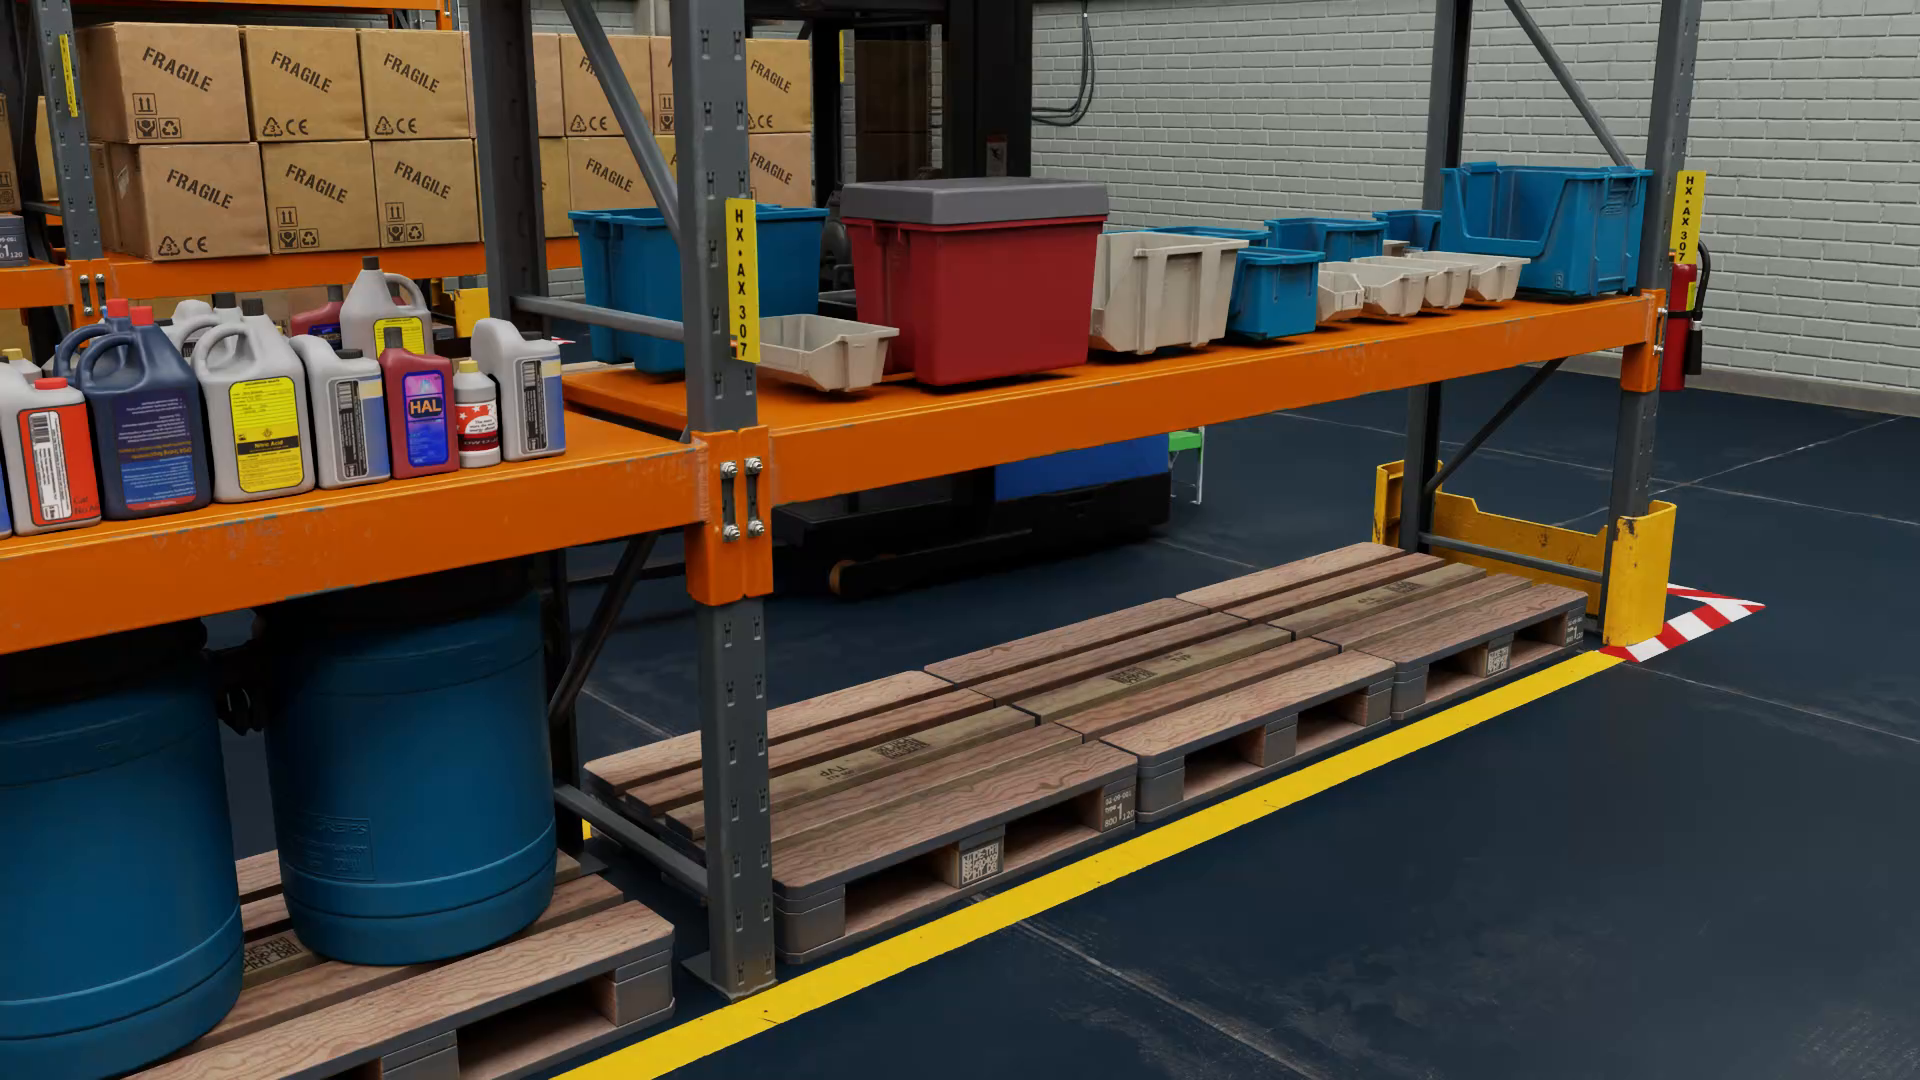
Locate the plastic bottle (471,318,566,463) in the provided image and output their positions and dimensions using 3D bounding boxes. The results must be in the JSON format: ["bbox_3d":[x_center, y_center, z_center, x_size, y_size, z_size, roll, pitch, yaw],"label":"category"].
[{"bbox_3d":[-0.884,-0.309,3.334,0.135,0.276,0.152,-13,19,-39],"label":"plastic bottle"}]

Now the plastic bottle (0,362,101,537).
[{"bbox_3d":[-1.540,-0.162,2.783,0.135,0.276,0.152,-13,19,-39],"label":"plastic bottle"}]

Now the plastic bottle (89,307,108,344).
[{"bbox_3d":[-1.780,-0.356,3.519,0.097,0.271,0.097,0,15,0],"label":"plastic bottle"}]

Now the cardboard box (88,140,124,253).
[{"bbox_3d":[-3.839,-1.646,7.908,0.500,0.500,0.500,-12,19,-38],"label":"cardboard box"}]

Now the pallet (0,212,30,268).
[{"bbox_3d":[-4.722,-1.257,7.014,1.213,0.211,1.003,-13,19,-39],"label":"pallet"}]

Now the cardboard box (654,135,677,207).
[{"bbox_3d":[-1.579,-1.972,9.126,0.500,0.500,0.500,-12,19,-39],"label":"cardboard box"}]

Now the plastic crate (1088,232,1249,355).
[{"bbox_3d":[0.474,-0.693,4.646,0.530,0.282,0.437,-13,19,-39],"label":"plastic crate"}]

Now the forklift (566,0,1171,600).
[{"bbox_3d":[-0.510,-1.323,7.025,3.031,2.935,1.130,-10,18,-34],"label":"forklift"}]

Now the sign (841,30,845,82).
[{"bbox_3d":[-0.681,-2.742,9.346,0.005,0.325,0.100,-13,19,-39],"label":"sign"}]

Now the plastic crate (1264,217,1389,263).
[{"bbox_3d":[1.319,-1.035,6.021,0.300,0.233,0.416,-13,19,-39],"label":"plastic crate"}]

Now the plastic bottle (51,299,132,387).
[{"bbox_3d":[-1.512,-0.252,2.977,0.185,0.351,0.144,-13,19,-39],"label":"plastic bottle"}]

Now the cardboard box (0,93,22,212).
[{"bbox_3d":[-4.552,-1.678,7.212,0.700,0.500,0.500,8,17,28],"label":"cardboard box"}]

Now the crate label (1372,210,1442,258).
[{"bbox_3d":[1.816,-1.147,6.438,0.303,0.233,0.416,-13,19,-39],"label":"crate label"}]

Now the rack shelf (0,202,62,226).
[{"bbox_3d":[-5.794,-2.419,12.386,4.000,0.370,1.077,-13,19,-39],"label":"rack shelf"}]

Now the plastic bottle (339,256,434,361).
[{"bbox_3d":[-1.308,-0.471,3.798,0.185,0.351,0.144,-13,19,-39],"label":"plastic bottle"}]

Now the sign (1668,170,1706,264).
[{"bbox_3d":[2.592,-1.151,5.929,0.005,0.325,0.100,-13,19,-39],"label":"sign"}]

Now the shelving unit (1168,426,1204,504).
[{"bbox_3d":[0.952,-0.753,8.238,0.503,1.200,0.258,-10,18,-34],"label":"shelving unit"}]

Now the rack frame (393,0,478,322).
[{"bbox_3d":[-4.285,-3.105,13.561,0.127,3.000,1.000,-13,19,-39],"label":"rack frame"}]

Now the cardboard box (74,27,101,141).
[{"bbox_3d":[-3.836,-2.131,7.784,0.500,0.500,0.500,-13,19,-39],"label":"cardboard box"}]

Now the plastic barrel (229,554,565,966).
[{"bbox_3d":[-1.221,0.401,3.688,0.708,0.901,0.600,-13,19,-39],"label":"plastic barrel"}]

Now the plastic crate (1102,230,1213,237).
[{"bbox_3d":[0.596,-0.873,5.413,0.300,0.233,0.416,-13,19,-39],"label":"plastic crate"}]

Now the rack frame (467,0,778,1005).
[{"bbox_3d":[-0.799,-0.499,3.804,0.127,3.000,1.000,-13,19,-39],"label":"rack frame"}]

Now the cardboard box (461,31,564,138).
[{"bbox_3d":[-2.342,-2.282,8.350,0.500,0.500,0.500,-12,19,-38],"label":"cardboard box"}]

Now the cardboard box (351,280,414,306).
[{"bbox_3d":[-4.747,-1.962,13.313,0.500,0.500,0.700,-13,19,-39],"label":"cardboard box"}]

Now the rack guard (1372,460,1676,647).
[{"bbox_3d":[2.228,0.025,6.688,0.348,0.500,1.175,-13,19,-39],"label":"rack guard"}]

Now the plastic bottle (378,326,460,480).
[{"bbox_3d":[-1.029,-0.264,3.154,0.133,0.283,0.061,-13,19,-39],"label":"plastic bottle"}]

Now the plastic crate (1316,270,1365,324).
[{"bbox_3d":[1.089,-0.752,5.149,0.250,0.136,0.298,-13,19,-39],"label":"plastic crate"}]

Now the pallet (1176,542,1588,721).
[{"bbox_3d":[1.571,0.303,6.206,1.213,0.211,1.003,-13,19,-39],"label":"pallet"}]

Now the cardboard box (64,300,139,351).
[{"bbox_3d":[-6.290,-1.614,12.009,0.500,0.500,0.700,-13,20,-40],"label":"cardboard box"}]

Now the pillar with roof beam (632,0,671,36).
[{"bbox_3d":[0.010,-5.791,11.992,0.400,9.000,9.100,-13,19,-39],"label":"pillar with roof beam"}]

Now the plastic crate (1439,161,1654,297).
[{"bbox_3d":[2.088,-1.129,5.980,0.499,0.435,0.616,-13,19,-39],"label":"plastic crate"}]

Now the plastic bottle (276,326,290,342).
[{"bbox_3d":[-1.532,-0.378,3.737,0.097,0.201,0.097,0,15,0],"label":"plastic bottle"}]

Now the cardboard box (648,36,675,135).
[{"bbox_3d":[-1.566,-2.458,9.008,0.500,0.500,0.500,-12,19,-38],"label":"cardboard box"}]

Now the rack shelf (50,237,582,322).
[{"bbox_3d":[-2.539,-1.455,8.778,4.000,0.370,1.077,-13,19,-39],"label":"rack shelf"}]

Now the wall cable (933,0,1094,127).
[{"bbox_3d":[0.216,-5.392,16.514,0.112,2.526,3.097,-13,19,-39],"label":"wall cable"}]

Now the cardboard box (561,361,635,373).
[{"bbox_3d":[-2.004,-0.904,9.796,0.500,0.250,0.500,-13,19,-39],"label":"cardboard box"}]

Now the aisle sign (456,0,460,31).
[{"bbox_3d":[-4.034,-4.315,13.053,0.004,0.787,0.394,-13,19,-39],"label":"aisle sign"}]

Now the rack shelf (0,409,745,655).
[{"bbox_3d":[-2.308,0.188,2.628,4.000,0.370,1.077,-13,19,-39],"label":"rack shelf"}]

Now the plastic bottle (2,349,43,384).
[{"bbox_3d":[-1.927,-0.289,3.405,0.097,0.201,0.097,0,15,0],"label":"plastic bottle"}]

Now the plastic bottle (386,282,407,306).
[{"bbox_3d":[-1.356,-0.463,3.897,0.133,0.283,0.061,-13,19,-39],"label":"plastic bottle"}]

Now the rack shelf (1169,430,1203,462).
[{"bbox_3d":[0.950,-0.459,8.316,0.480,0.148,0.258,-10,18,-34],"label":"rack shelf"}]

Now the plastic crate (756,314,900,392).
[{"bbox_3d":[-0.354,-0.451,4.021,0.243,0.136,0.396,-13,19,-39],"label":"plastic crate"}]

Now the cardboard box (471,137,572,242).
[{"bbox_3d":[-2.339,-1.803,8.495,0.500,0.500,0.500,-13,20,-40],"label":"cardboard box"}]

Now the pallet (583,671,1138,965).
[{"bbox_3d":[-0.270,0.717,4.658,1.213,0.211,1.003,-13,19,-39],"label":"pallet"}]

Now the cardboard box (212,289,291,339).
[{"bbox_3d":[-5.504,-1.792,12.676,0.500,0.500,0.700,-13,20,-41],"label":"cardboard box"}]

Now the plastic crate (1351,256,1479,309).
[{"bbox_3d":[1.494,-0.858,5.545,0.243,0.136,0.396,-13,19,-39],"label":"plastic crate"}]

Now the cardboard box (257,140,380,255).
[{"bbox_3d":[-3.100,-1.632,7.855,0.500,0.500,0.500,-12,19,-38],"label":"cardboard box"}]

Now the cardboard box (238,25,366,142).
[{"bbox_3d":[-3.119,-2.107,7.696,0.500,0.500,0.500,-13,20,-41],"label":"cardboard box"}]

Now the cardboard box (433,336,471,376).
[{"bbox_3d":[-2.634,-0.789,8.877,0.637,0.503,0.797,-13,19,-39],"label":"cardboard box"}]

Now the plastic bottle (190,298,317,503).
[{"bbox_3d":[-1.278,-0.255,2.989,0.185,0.351,0.144,-13,19,-39],"label":"plastic bottle"}]
